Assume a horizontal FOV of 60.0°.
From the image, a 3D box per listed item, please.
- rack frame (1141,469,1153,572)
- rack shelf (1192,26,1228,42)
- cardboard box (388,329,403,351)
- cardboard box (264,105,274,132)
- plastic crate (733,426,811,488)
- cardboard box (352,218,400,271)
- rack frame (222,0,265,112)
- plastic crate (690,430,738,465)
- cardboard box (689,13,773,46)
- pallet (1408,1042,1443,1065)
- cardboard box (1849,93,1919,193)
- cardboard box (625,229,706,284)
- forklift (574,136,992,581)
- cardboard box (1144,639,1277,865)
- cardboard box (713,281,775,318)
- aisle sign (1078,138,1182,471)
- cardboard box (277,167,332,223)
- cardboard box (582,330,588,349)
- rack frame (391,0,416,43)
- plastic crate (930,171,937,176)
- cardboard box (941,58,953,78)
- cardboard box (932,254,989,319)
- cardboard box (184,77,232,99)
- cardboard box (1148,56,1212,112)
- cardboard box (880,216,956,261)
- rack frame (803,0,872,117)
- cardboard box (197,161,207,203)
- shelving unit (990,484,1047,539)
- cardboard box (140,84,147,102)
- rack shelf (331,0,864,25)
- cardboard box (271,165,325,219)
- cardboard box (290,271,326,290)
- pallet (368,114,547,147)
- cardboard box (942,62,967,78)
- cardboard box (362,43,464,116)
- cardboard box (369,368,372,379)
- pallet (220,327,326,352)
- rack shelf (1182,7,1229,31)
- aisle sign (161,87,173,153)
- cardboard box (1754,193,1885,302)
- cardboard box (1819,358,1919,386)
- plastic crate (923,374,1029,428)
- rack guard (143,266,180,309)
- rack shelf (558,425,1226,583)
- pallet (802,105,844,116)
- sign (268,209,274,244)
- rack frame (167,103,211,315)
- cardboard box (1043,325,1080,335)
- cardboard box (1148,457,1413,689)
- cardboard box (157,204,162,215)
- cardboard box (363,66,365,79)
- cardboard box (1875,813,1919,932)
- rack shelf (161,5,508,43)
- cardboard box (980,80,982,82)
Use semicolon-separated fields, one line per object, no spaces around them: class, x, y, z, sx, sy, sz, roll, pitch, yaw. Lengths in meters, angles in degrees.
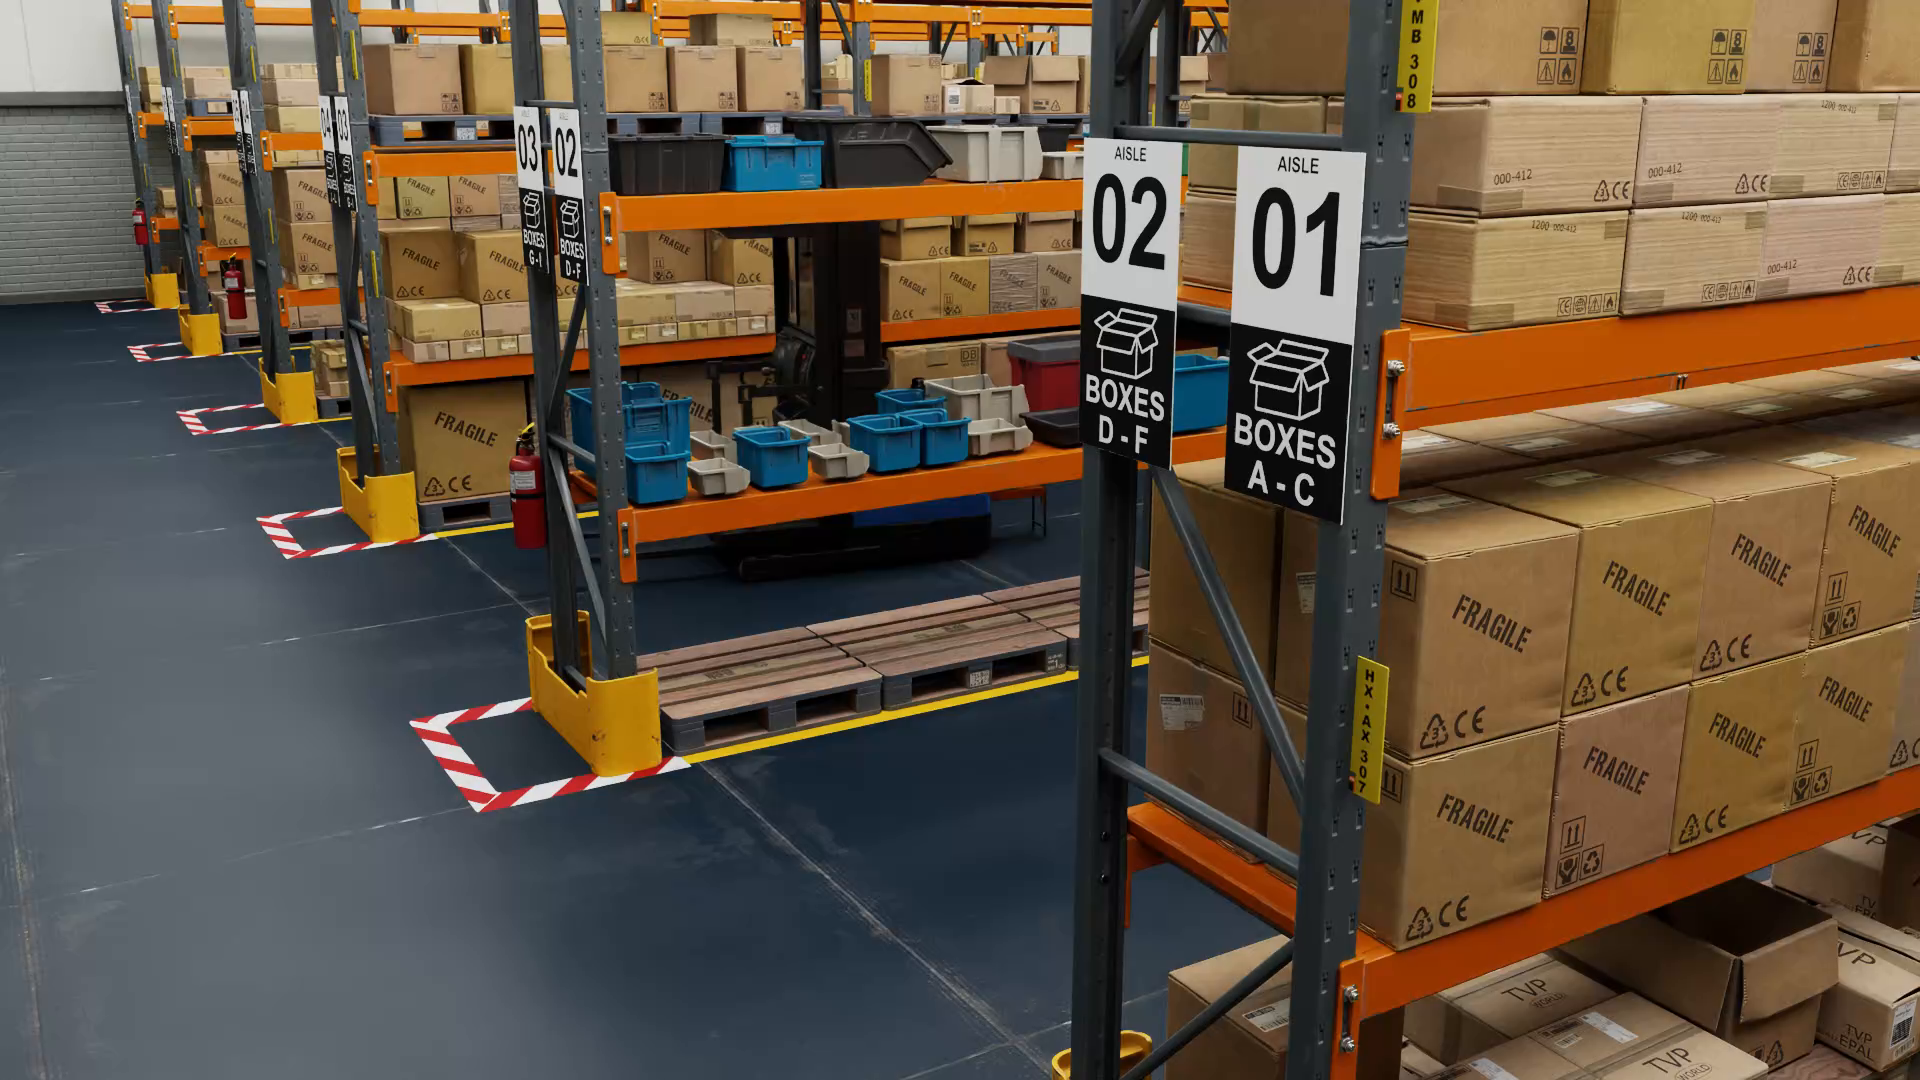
rack frame;1.515;-0.985;10.367;0.127;3.000;1.000;-9;18;-30
rack shelf;5.068;-7.033;22.899;4.000;0.370;1.077;-9;18;-30
cardboard box;-4.329;-1.580;12.954;0.250;0.149;0.380;-9;18;-29
cardboard box;-6.679;-4.233;16.675;0.500;0.250;0.500;-10;18;-31
plastic crate;-0.968;-0.427;8.575;0.300;0.233;0.416;-9;18;-30
cardboard box;-5.959;-3.007;16.843;0.500;0.500;0.500;-9;18;-30
rack frame;-6.932;-5.625;15.806;0.127;3.000;1.000;-9;18;-30
plastic crate;-1.308;-0.486;8.965;0.243;0.136;0.396;-9;18;-30
cardboard box;-1.845;-4.106;13.404;0.500;0.250;0.500;-11;19;-33
pallet;1.382;1.939;5.104;1.213;0.211;1.003;-9;18;-30
cardboard box;2.497;-1.114;4.621;0.500;0.250;0.500;-9;18;-30
cardboard box;-2.448;-2.416;13.808;0.500;0.500;0.500;-10;18;-31
forklift;-1.344;-1.288;11.575;3.031;2.935;1.130;-6;17;-20
cardboard box;0.878;0.544;4.727;0.500;0.500;0.500;-9;18;-28
cardboard box;-1.721;-2.008;13.741;0.500;0.250;0.500;-9;18;-28
aisle sign;0.418;-0.596;4.161;0.004;0.787;0.394;-9;18;-30
cardboard box;-6.411;-3.411;16.430;0.500;0.500;0.500;-9;18;-30
cardboard box;-2.889;-1.606;13.049;0.250;0.149;0.380;-9;18;-30
rack frame;-8.699;-8.461;25.920;0.127;3.000;1.000;-9;18;-30
plastic crate;-0.270;-2.091;9.244;0.530;0.136;0.437;-9;18;-30
cardboard box;-0.288;-5.594;19.646;0.258;0.266;0.396;-9;18;-30
cardboard box;-0.082;-2.256;14.714;0.500;0.500;0.500;-9;18;-30
cardboard box;-9.229;-5.574;20.494;0.500;0.250;0.500;-11;19;-35
cardboard box;1.907;-4.282;15.601;0.637;0.503;0.797;-8;18;-26
cardboard box;-0.492;-2.753;14.630;0.637;0.503;0.797;-10;18;-31
rack frame;-1.036;-5.020;13.645;0.127;3.000;1.000;-9;18;-30
cardboard box;-9.277;-4.520;20.938;0.500;0.500;0.500;-9;18;-28
shelving unit;0.366;-0.593;12.301;0.503;1.200;0.258;-6;17;-20
cardboard box;-11.887;-6.656;24.767;0.500;0.250;0.500;-10;18;-31
rack shelf;-2.750;-4.203;12.805;4.000;0.370;1.077;-9;18;-30
cardboard box;-6.668;-3.531;16.859;0.500;0.500;0.500;-10;18;-31
cardboard box;-6.486;-2.585;16.540;0.250;0.149;0.380;-9;18;-30
pallet;-3.834;-3.082;12.455;1.213;0.211;1.003;-9;18;-30
cardboard box;-0.117;-8.675;31.087;0.637;0.503;0.797;-9;18;-28
cardboard box;-4.046;-3.403;12.285;0.500;0.500;0.700;-11;19;-33
cardboard box;-6.087;-1.748;17.041;0.250;0.149;0.380;-9;18;-30
pallet;-8.923;-2.655;21.489;1.213;0.211;1.003;-9;18;-30
rack shelf;4.107;-5.315;16.772;4.000;0.370;1.077;-9;18;-30
aisle sign;-9.789;-5.181;20.520;0.004;0.787;0.394;-9;18;-30
cardboard box;2.068;-0.804;4.440;0.500;0.250;0.500;-9;18;-30
cardboard box;3.514;-0.368;6.127;0.500;0.500;0.500;-9;18;-28
plastic crate;0.111;-0.787;9.770;0.530;0.282;0.437;-9;18;-30
rack guard;-12.062;-3.823;25.121;0.348;0.500;1.175;-9;18;-30
rack shelf;-0.199;-0.361;9.472;4.000;0.370;1.077;-9;18;-30
pallet;-2.032;-4.853;18.955;1.003;0.211;1.213;-9;18;-30
sign;-6.653;-3.028;16.051;0.005;0.325;0.100;-9;18;-30
rack frame;-9.568;-3.868;20.651;0.127;3.000;1.000;-9;18;-30
cardboard box;1.023;-1.653;15.908;0.875;0.875;1.225;-9;18;-30
cardboard box;0.874;0.062;4.593;0.500;0.500;0.500;-9;18;-30
cardboard box;-11.982;-5.003;25.166;0.250;0.149;0.380;-9;18;-30
cardboard box;-5.831;-4.620;16.388;0.250;0.149;0.380;-9;18;-29
cardboard box;3.721;1.298;6.038;0.500;0.500;0.500;-9;18;-30
rack shelf;-7.854;-6.496;20.984;4.000;0.370;1.077;-9;18;-30
cardboard box;0.292;-6.996;25.751;0.500;0.250;0.500;-10;18;-31
